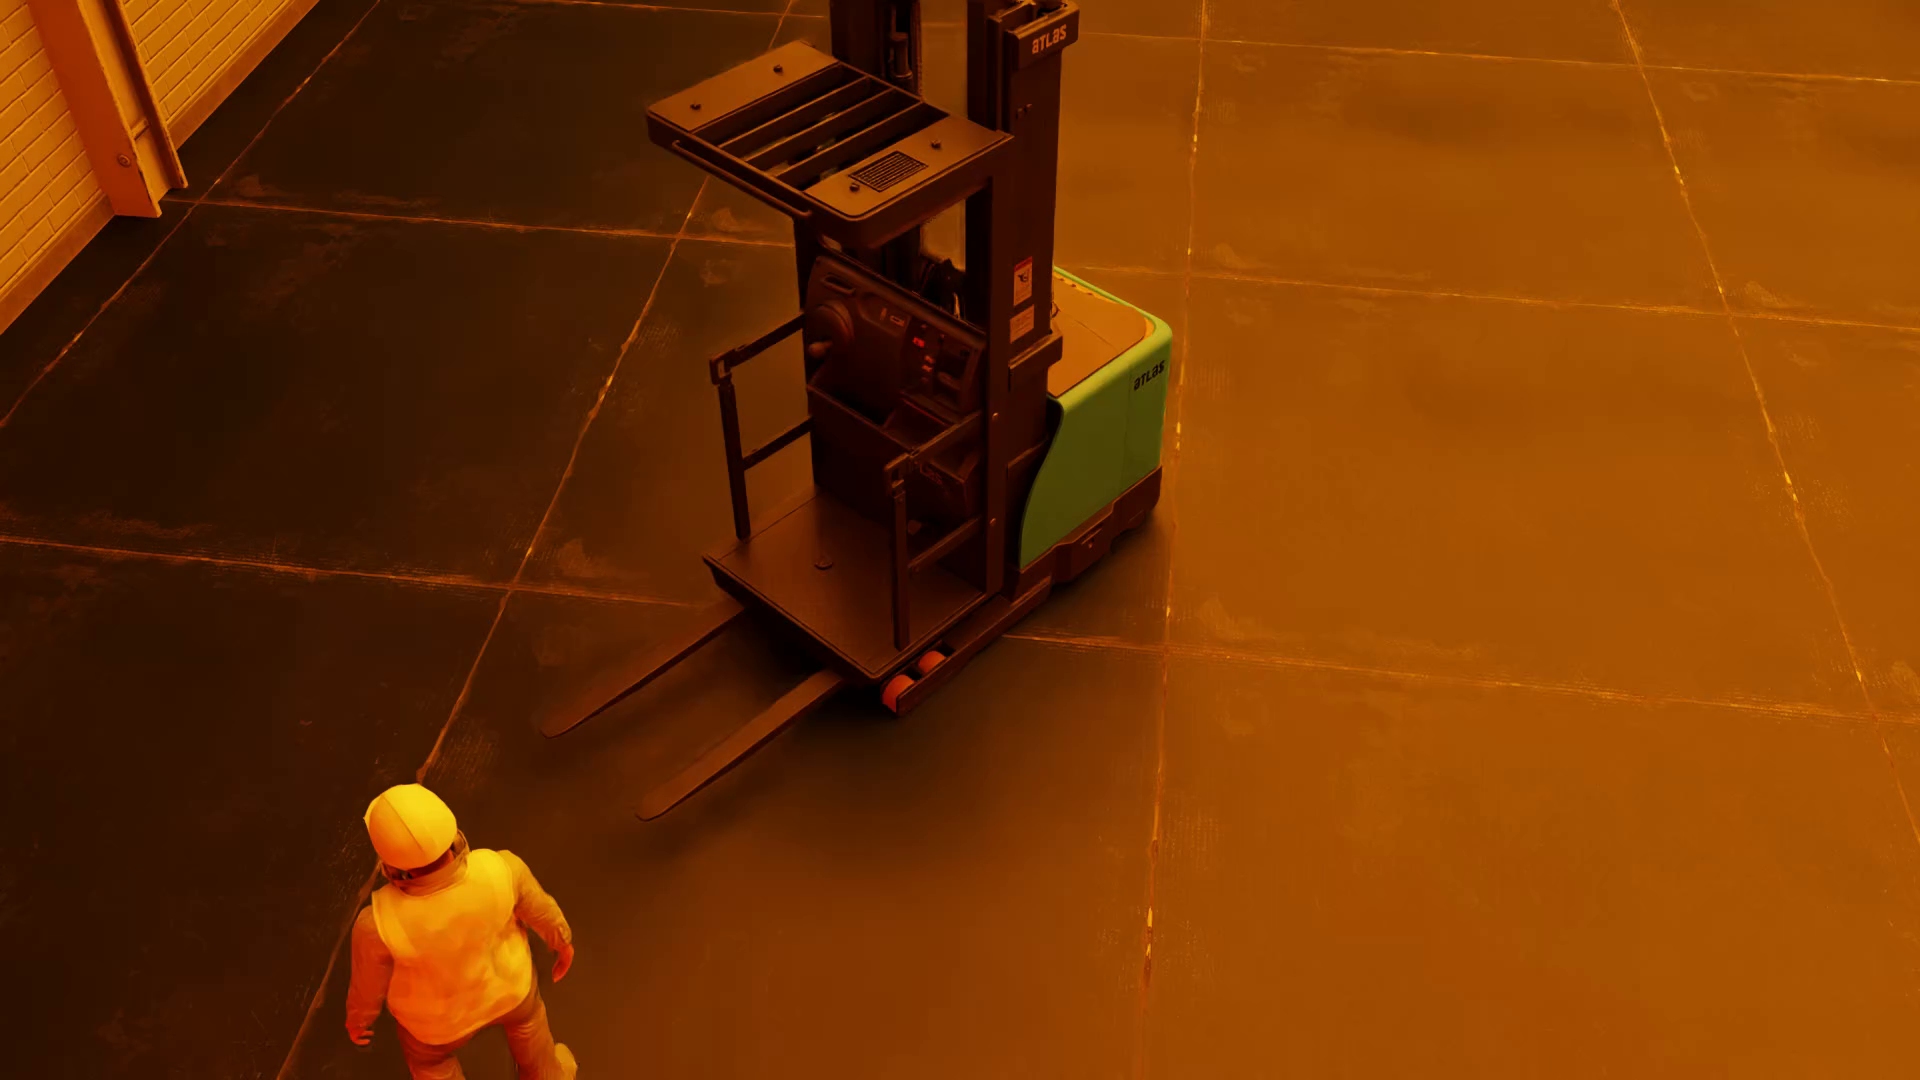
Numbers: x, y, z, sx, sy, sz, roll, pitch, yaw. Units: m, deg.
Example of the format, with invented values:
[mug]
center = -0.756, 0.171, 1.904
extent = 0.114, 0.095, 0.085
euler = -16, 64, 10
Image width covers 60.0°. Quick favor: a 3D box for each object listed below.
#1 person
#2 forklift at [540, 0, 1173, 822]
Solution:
[person]
center = -1.542, 1.350, 5.134
extent = 0.706, 1.749, 0.396
euler = -24, 48, -24
[forklift]
center = -0.419, -0.734, 6.524
extent = 1.130, 2.935, 3.031
euler = 32, 52, 30
